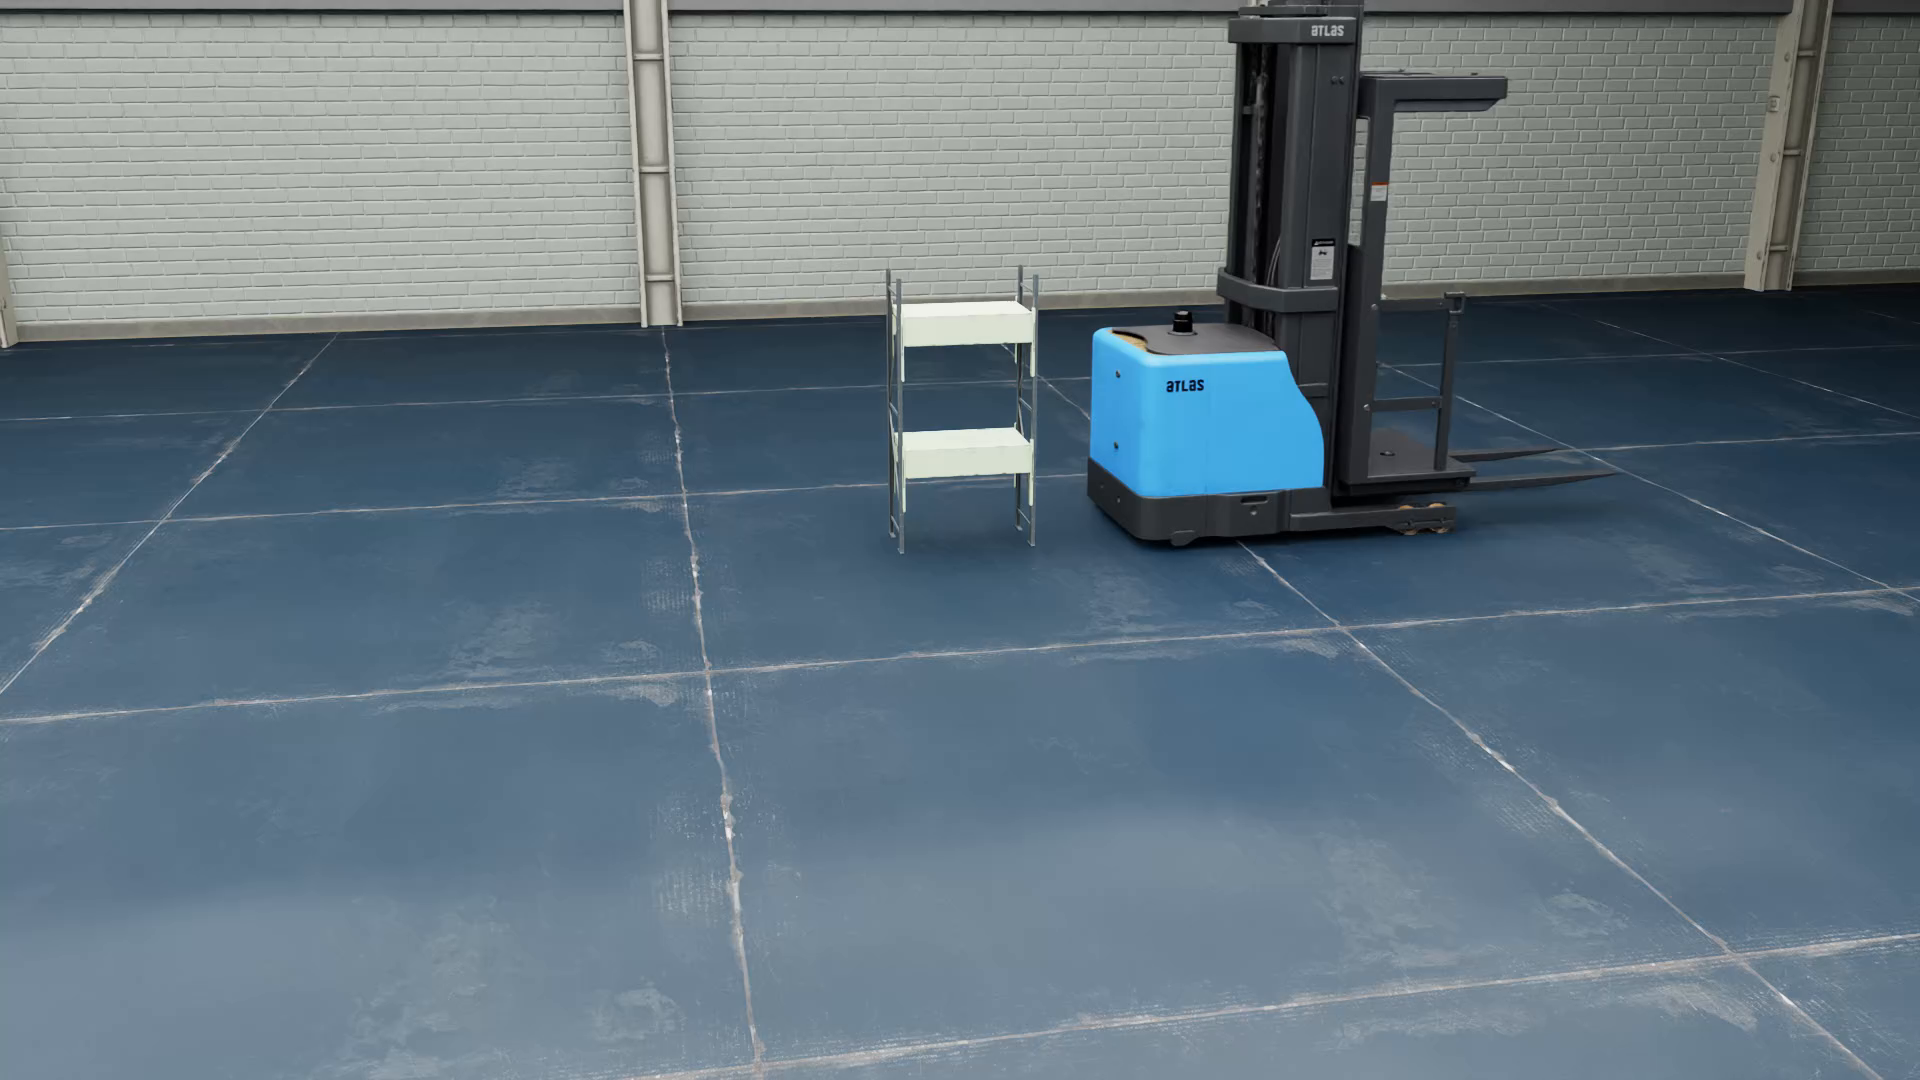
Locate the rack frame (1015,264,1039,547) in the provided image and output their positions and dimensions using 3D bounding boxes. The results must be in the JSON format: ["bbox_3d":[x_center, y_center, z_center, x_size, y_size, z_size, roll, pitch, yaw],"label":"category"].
[{"bbox_3d":[0.366,-0.738,9.159,0.023,1.500,0.400,-3,17,-10],"label":"rack frame"}]

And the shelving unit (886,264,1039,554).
[{"bbox_3d":[0.007,-0.717,9.093,0.755,1.500,0.431,-3,17,-10],"label":"shelving unit"}]

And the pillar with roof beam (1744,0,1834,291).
[{"bbox_3d":[9.705,-5.829,12.964,0.400,9.000,9.100,-3,17,-10],"label":"pillar with roof beam"}]

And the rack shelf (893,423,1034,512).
[{"bbox_3d":[0.007,-0.406,9.189,0.720,0.370,0.431,-3,17,-10],"label":"rack shelf"}]

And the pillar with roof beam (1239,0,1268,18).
[{"bbox_3d":[3.814,-5.495,11.876,0.400,9.000,9.100,-3,17,-10],"label":"pillar with roof beam"}]

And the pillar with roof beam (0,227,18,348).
[{"bbox_3d":[-7.968,-4.827,9.700,0.400,9.000,9.100,-3,17,-10],"label":"pillar with roof beam"}]

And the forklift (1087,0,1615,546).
[{"bbox_3d":[2.331,-1.575,9.449,3.031,2.935,1.130,-4,18,-13],"label":"forklift"}]

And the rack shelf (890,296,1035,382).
[{"bbox_3d":[0.007,-1.090,8.978,0.720,0.370,0.431,-3,17,-10],"label":"rack shelf"}]

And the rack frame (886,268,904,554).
[{"bbox_3d":[-0.353,-0.697,9.026,0.023,1.500,0.400,-3,17,-10],"label":"rack frame"}]

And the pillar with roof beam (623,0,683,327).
[{"bbox_3d":[-2.077,-5.161,10.788,0.400,9.000,9.100,-3,17,-10],"label":"pillar with roof beam"}]
